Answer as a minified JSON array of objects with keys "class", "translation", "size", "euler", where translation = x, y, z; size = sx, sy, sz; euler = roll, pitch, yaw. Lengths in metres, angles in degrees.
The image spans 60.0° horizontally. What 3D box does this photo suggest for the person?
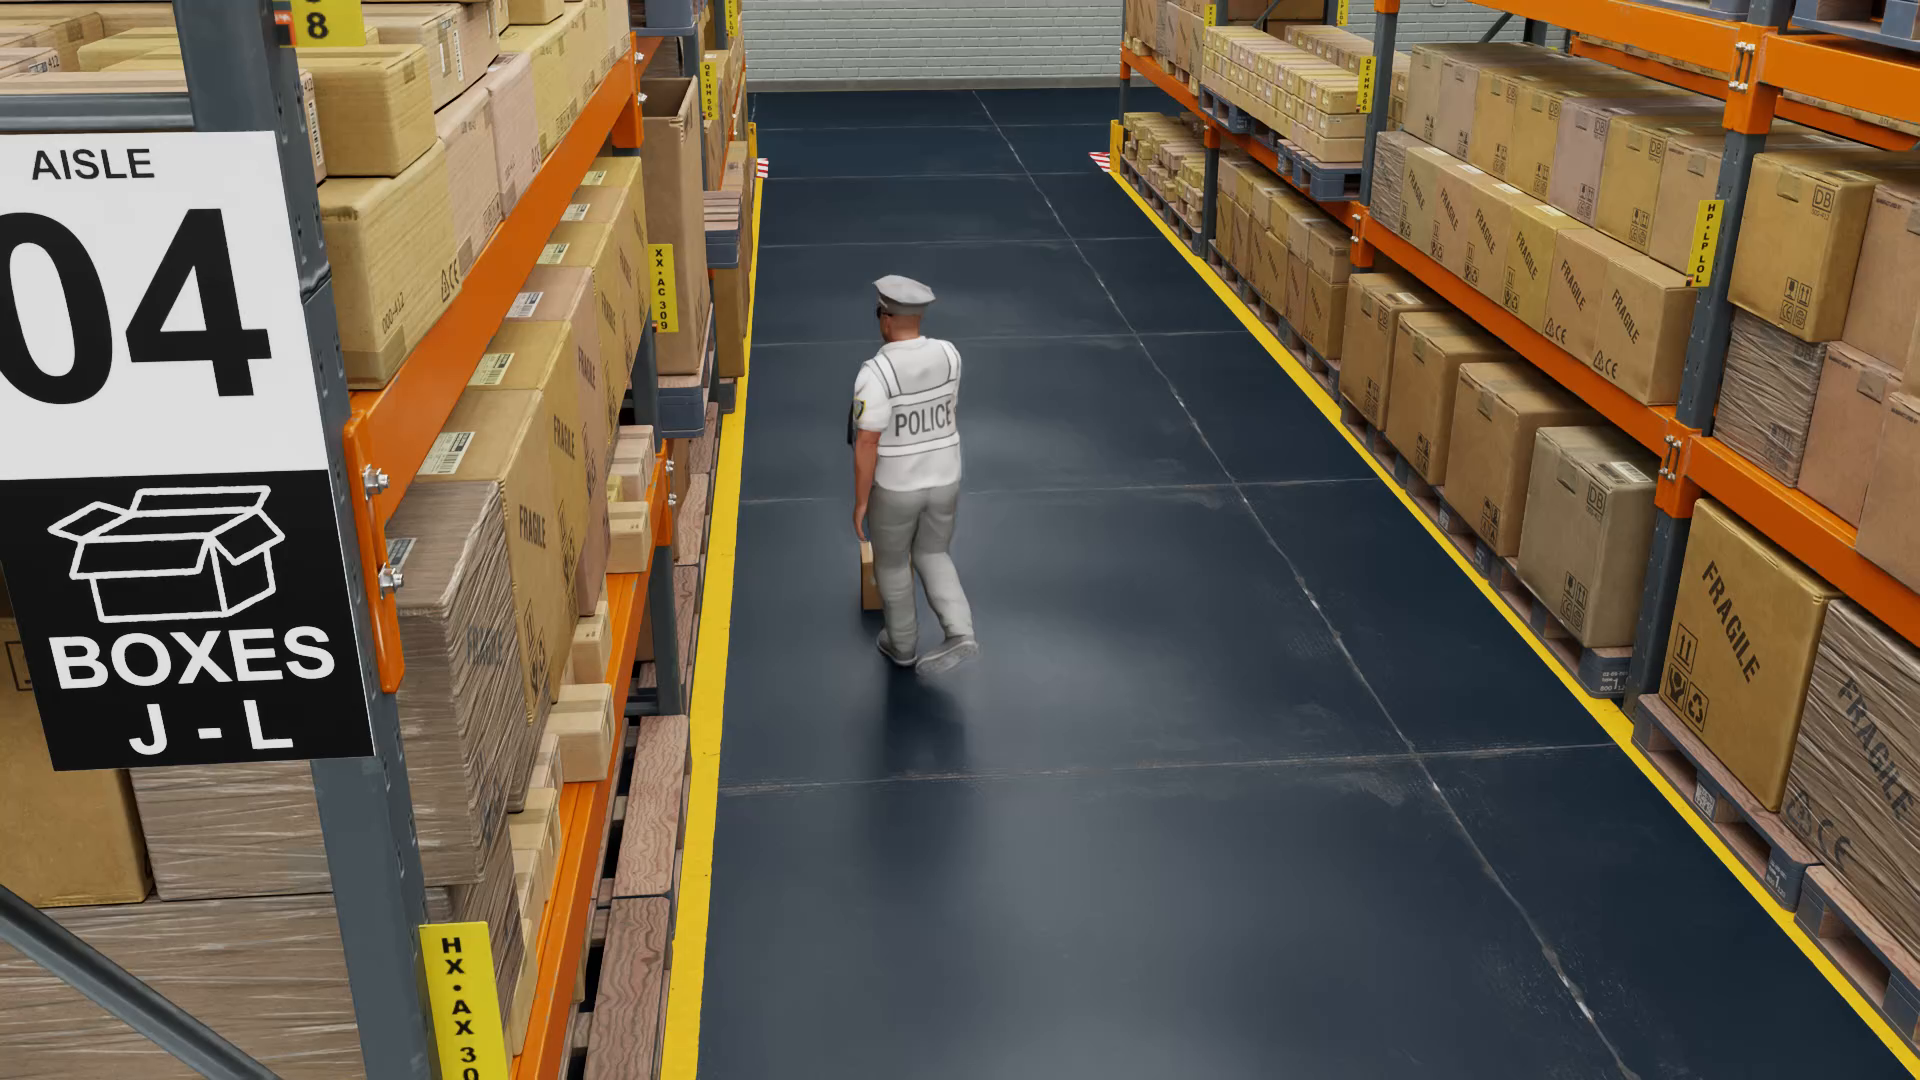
[{"class":"person","translation":[-0.213,-0.230,7.095],"size":[0.562,1.754,0.657],"euler":[-14,27,-29]}]
